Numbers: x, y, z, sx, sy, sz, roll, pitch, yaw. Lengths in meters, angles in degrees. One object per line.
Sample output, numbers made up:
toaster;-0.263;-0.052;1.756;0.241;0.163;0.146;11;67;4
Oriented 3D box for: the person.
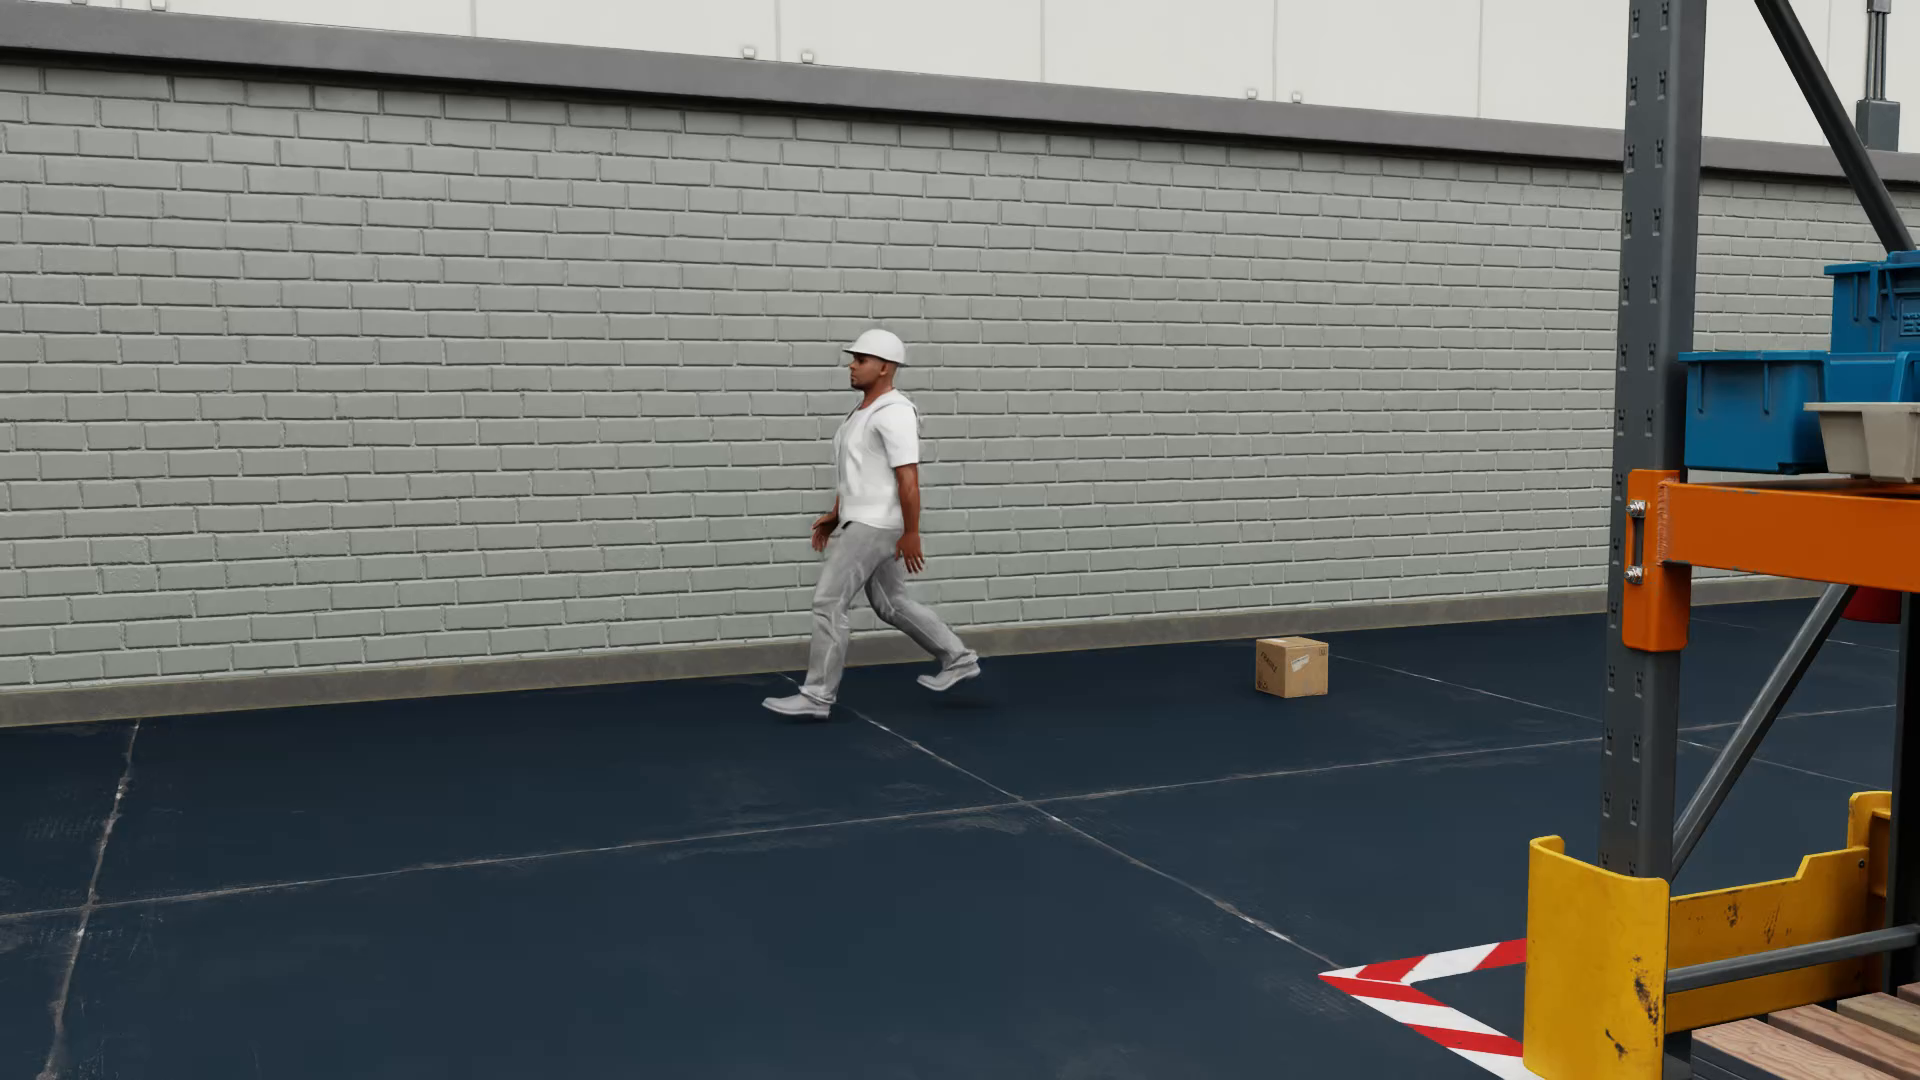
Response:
person;-0.392;-0.079;7.485;1.037;1.725;0.564;-1;5;-13
